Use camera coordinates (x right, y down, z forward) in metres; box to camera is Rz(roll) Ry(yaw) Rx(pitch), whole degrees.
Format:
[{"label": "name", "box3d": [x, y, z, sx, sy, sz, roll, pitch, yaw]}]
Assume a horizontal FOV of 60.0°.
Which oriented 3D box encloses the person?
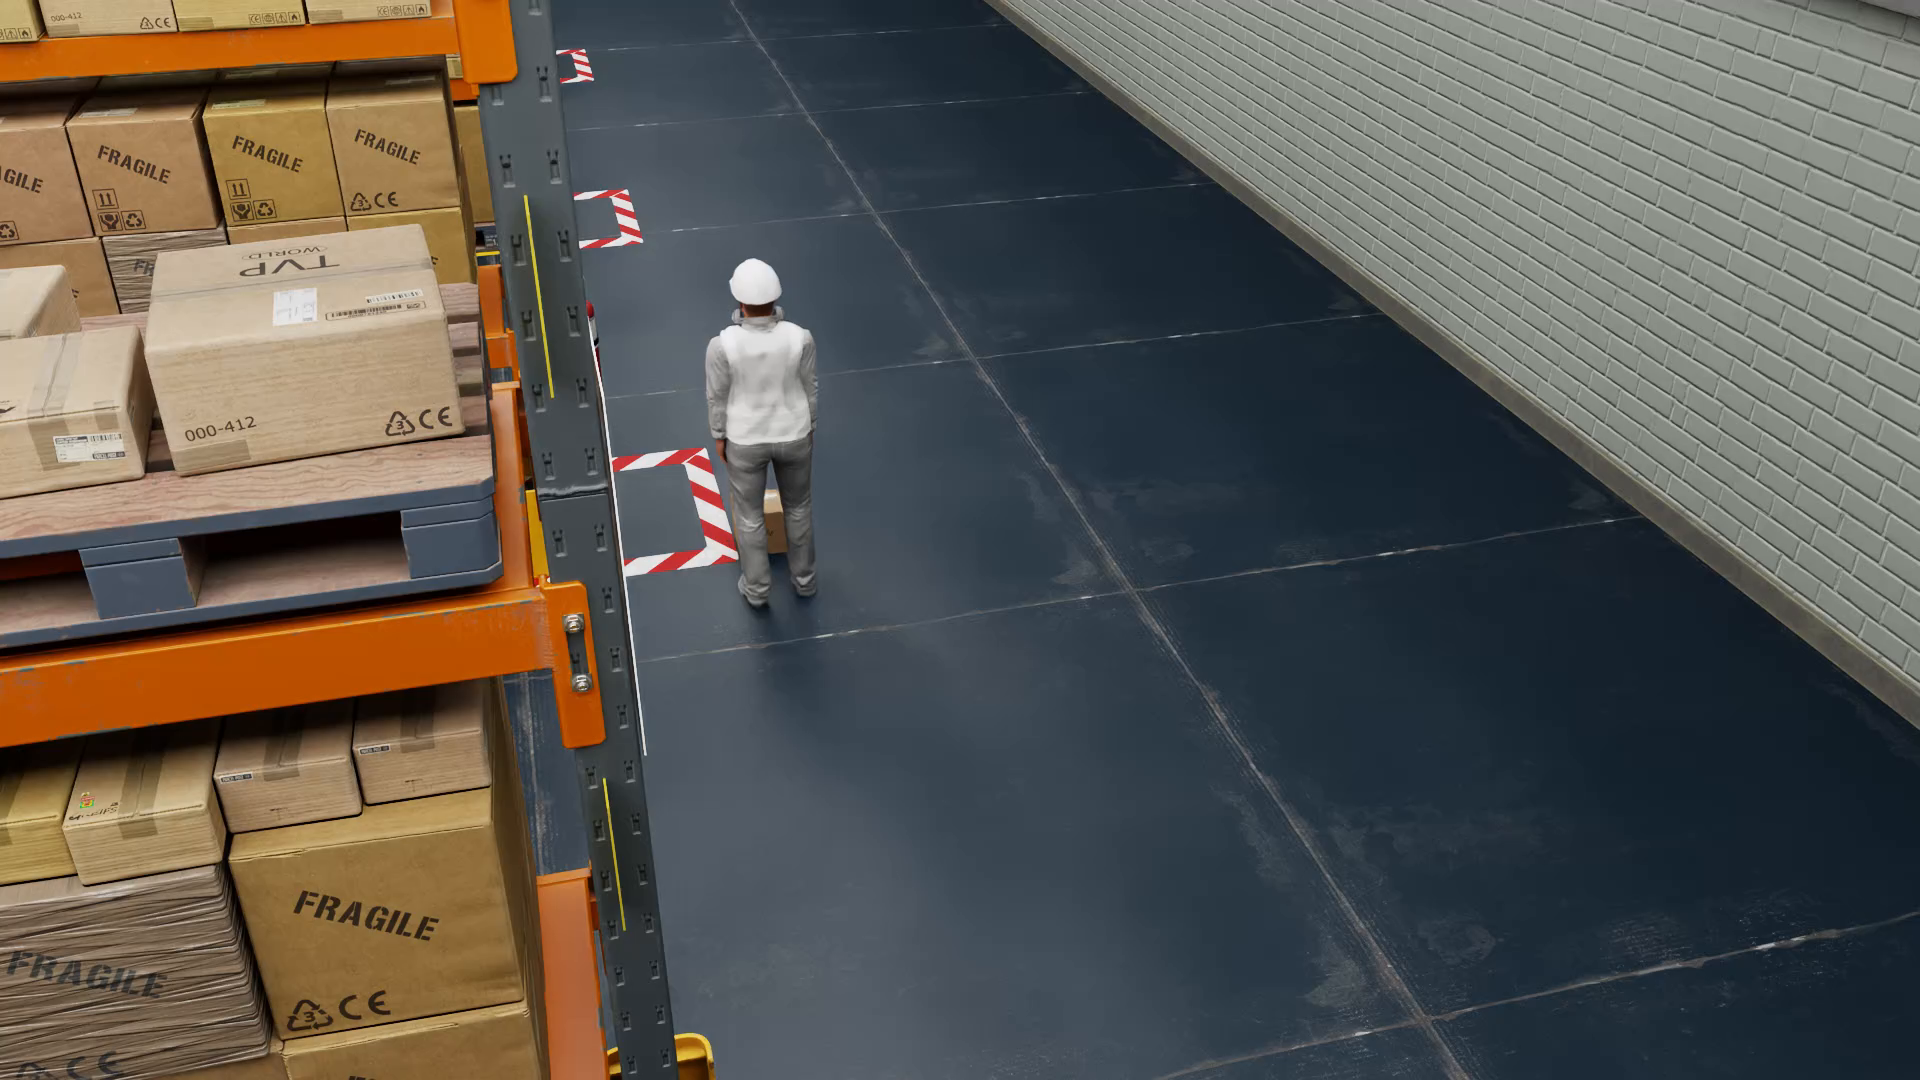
[{"label": "person", "box3d": [-0.942, -0.511, 8.000, 0.531, 1.772, 0.359, -7, 31, -12]}]
